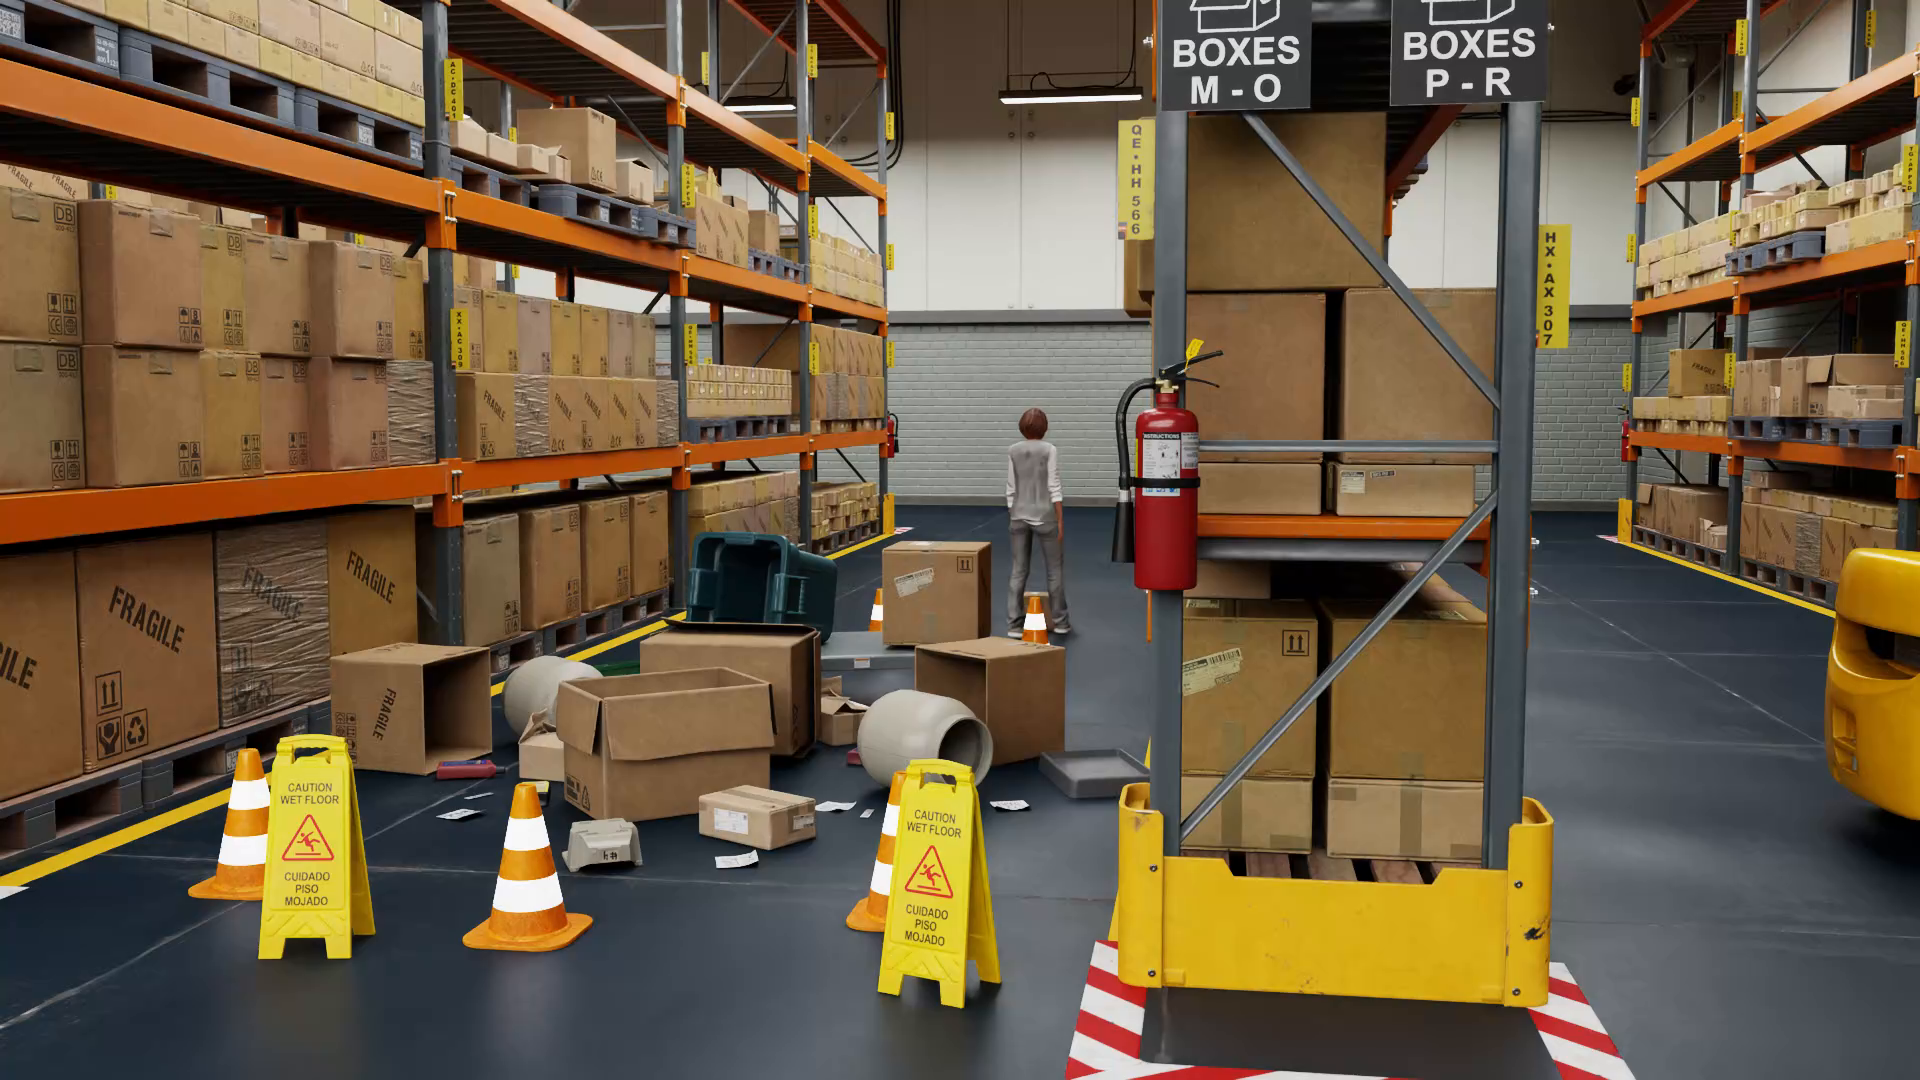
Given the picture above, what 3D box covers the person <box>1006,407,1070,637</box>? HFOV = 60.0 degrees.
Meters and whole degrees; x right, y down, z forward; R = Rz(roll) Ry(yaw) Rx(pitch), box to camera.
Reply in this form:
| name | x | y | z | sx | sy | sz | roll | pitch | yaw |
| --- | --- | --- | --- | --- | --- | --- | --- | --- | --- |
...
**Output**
| name | x | y | z | sx | sy | sz | roll | pitch | yaw |
| --- | --- | --- | --- | --- | --- | --- | --- | --- | --- |
| person | 0.557 | -0.125 | 11.602 | 0.425 | 1.598 | 0.574 | 2 | 5 | 22 |
